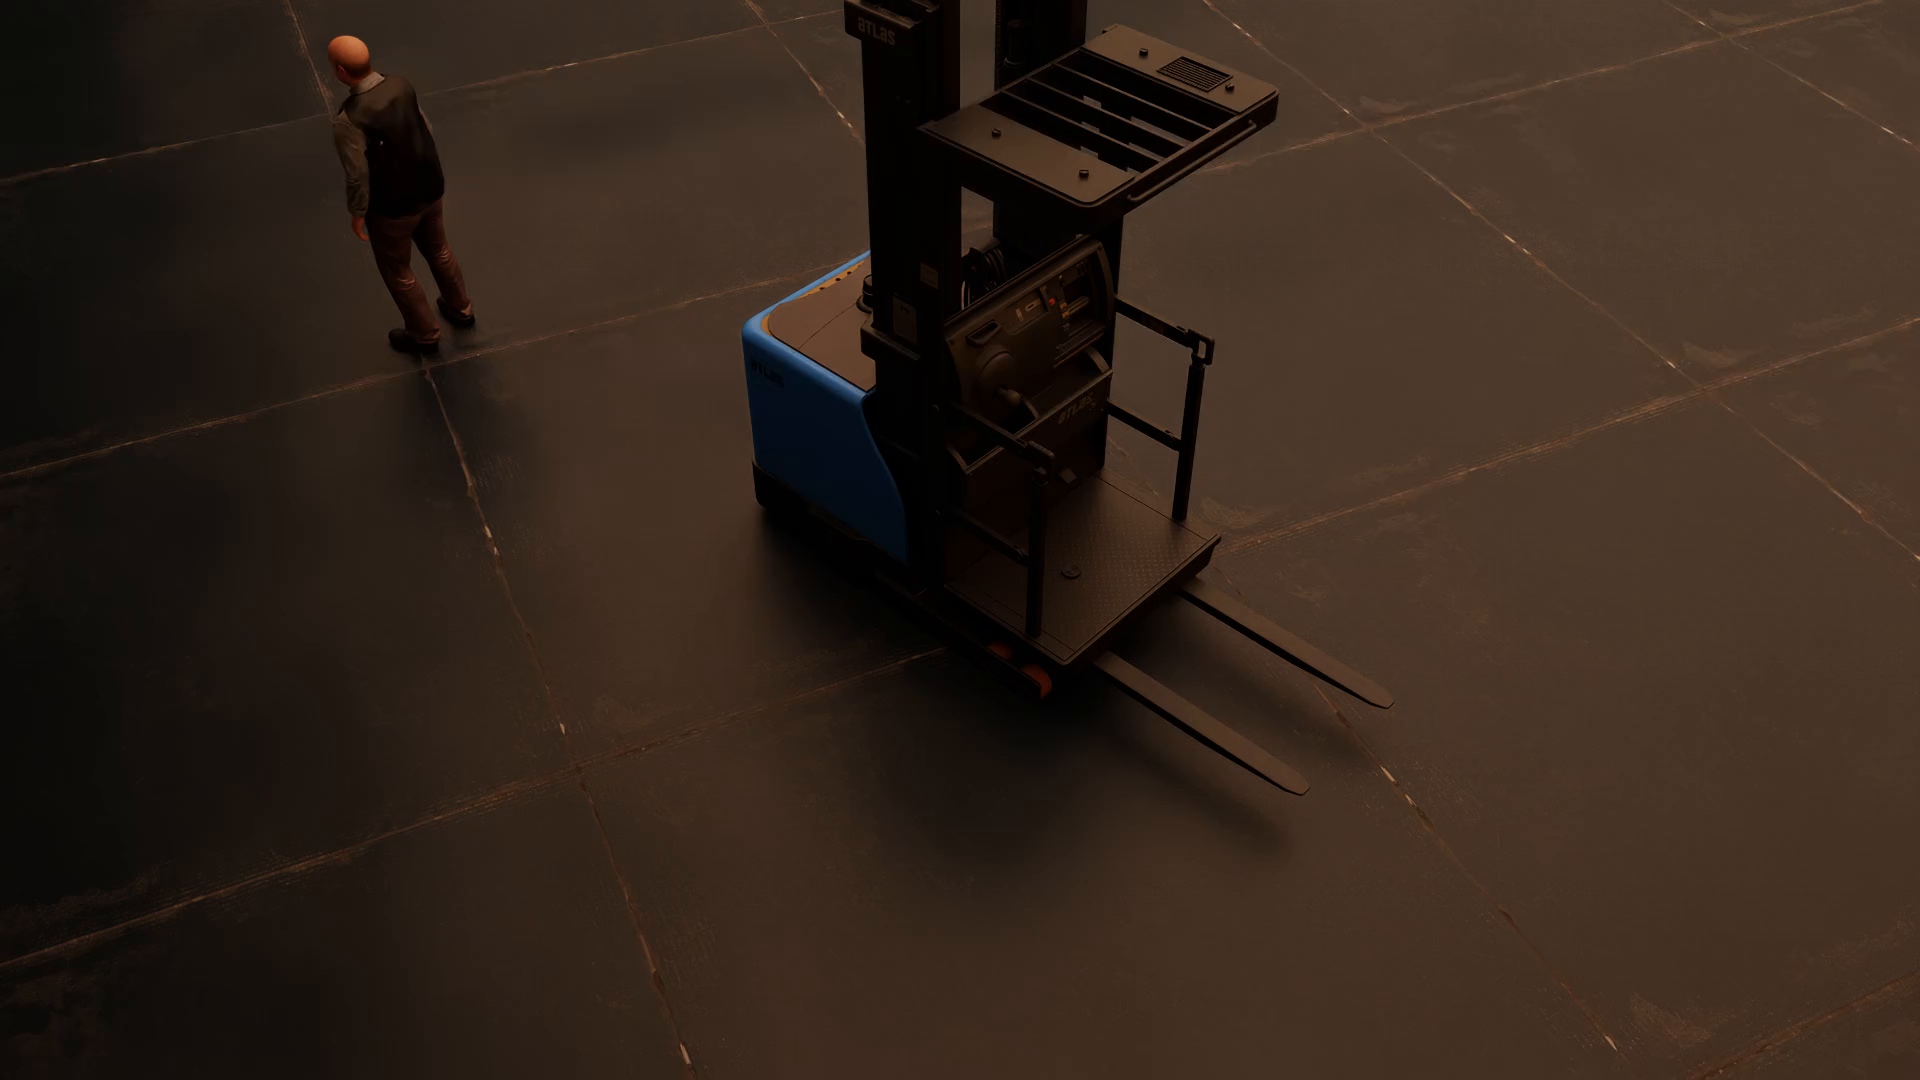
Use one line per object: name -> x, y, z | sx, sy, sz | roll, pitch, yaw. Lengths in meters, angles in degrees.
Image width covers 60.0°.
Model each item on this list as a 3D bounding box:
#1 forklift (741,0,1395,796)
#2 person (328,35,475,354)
forklift -> 0.445, -0.788, 6.525 | 3.031, 2.935, 1.130 | 32, 52, 30
person -> -2.831, -1.731, 8.422 | 0.414, 1.721, 0.589 | 21, 47, 21
